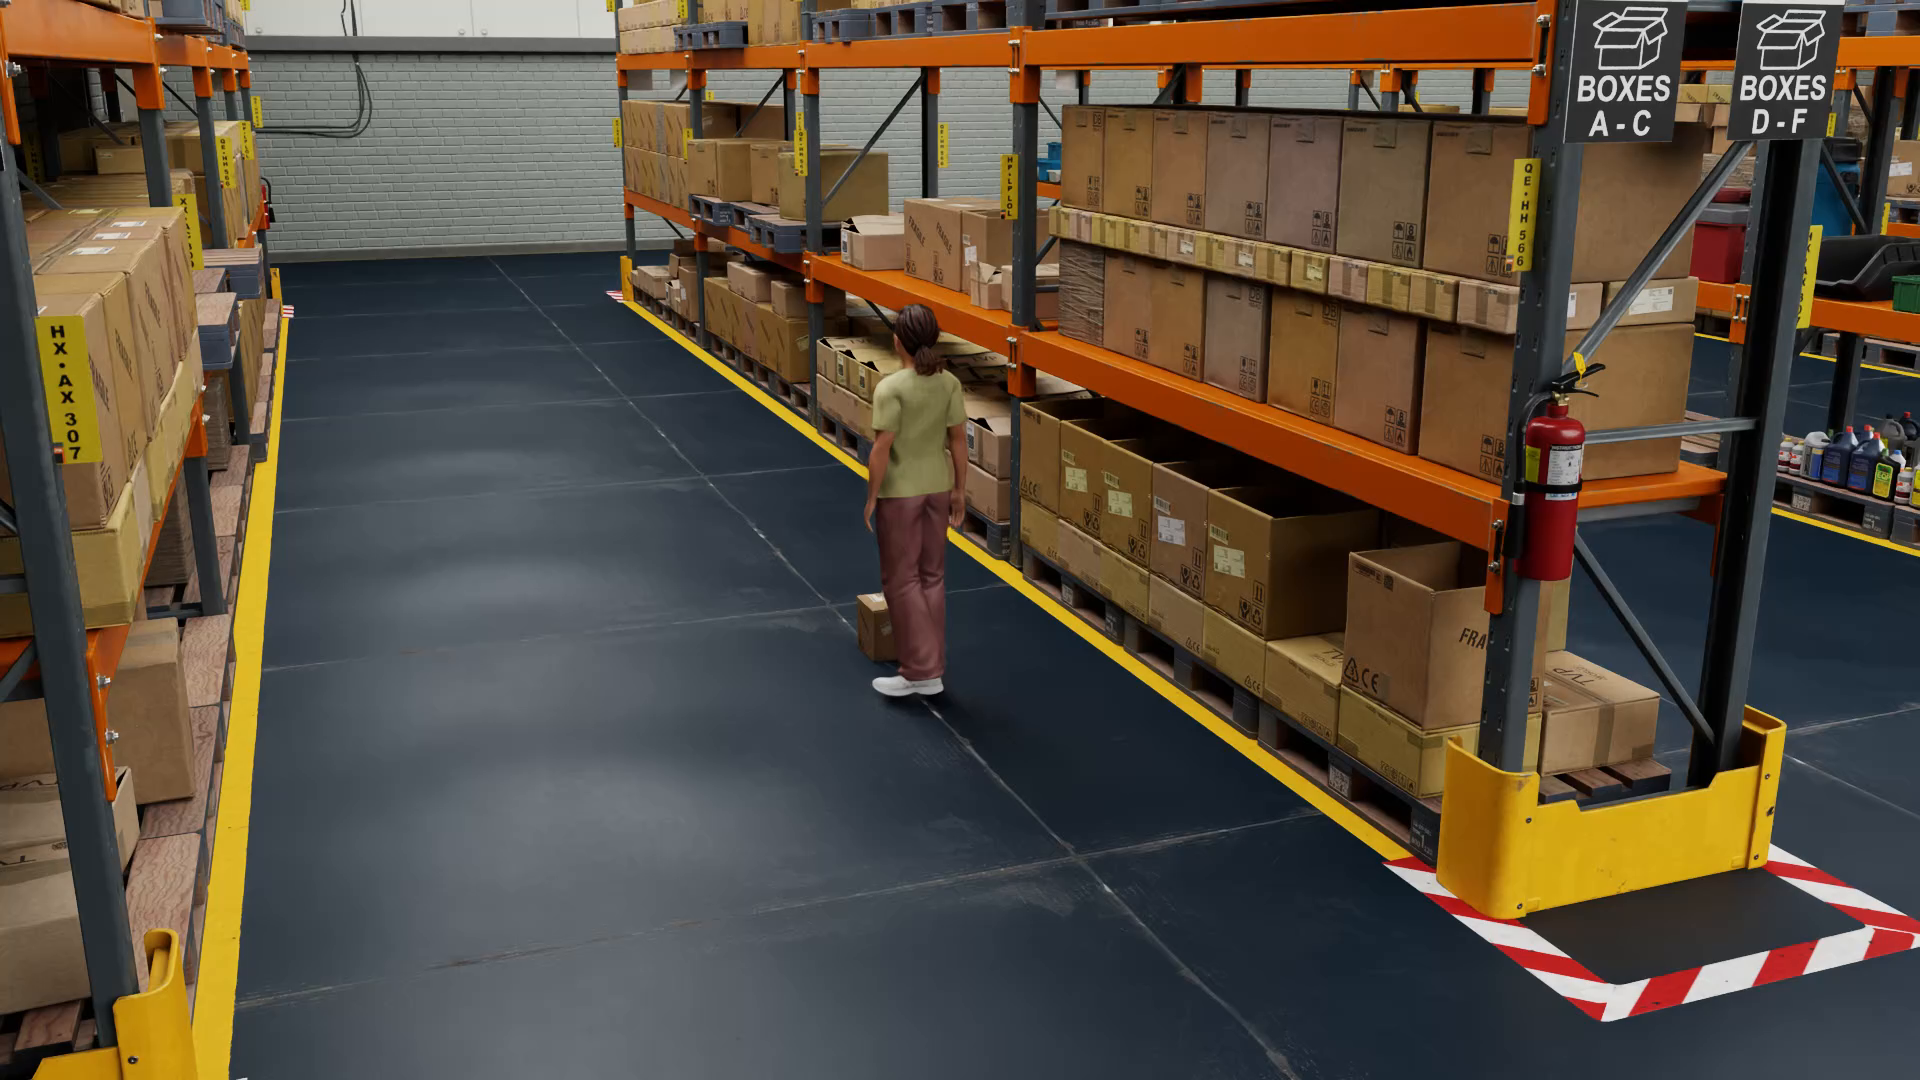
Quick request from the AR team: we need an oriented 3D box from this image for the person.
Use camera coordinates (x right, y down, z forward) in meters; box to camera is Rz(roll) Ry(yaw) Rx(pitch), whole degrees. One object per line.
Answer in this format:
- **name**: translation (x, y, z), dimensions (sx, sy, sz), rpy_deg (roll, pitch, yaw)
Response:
- **person**: translation (-0.196, -0.167, 7.054), dimensions (0.465, 1.670, 0.395), rpy_deg (-10, 19, -32)
